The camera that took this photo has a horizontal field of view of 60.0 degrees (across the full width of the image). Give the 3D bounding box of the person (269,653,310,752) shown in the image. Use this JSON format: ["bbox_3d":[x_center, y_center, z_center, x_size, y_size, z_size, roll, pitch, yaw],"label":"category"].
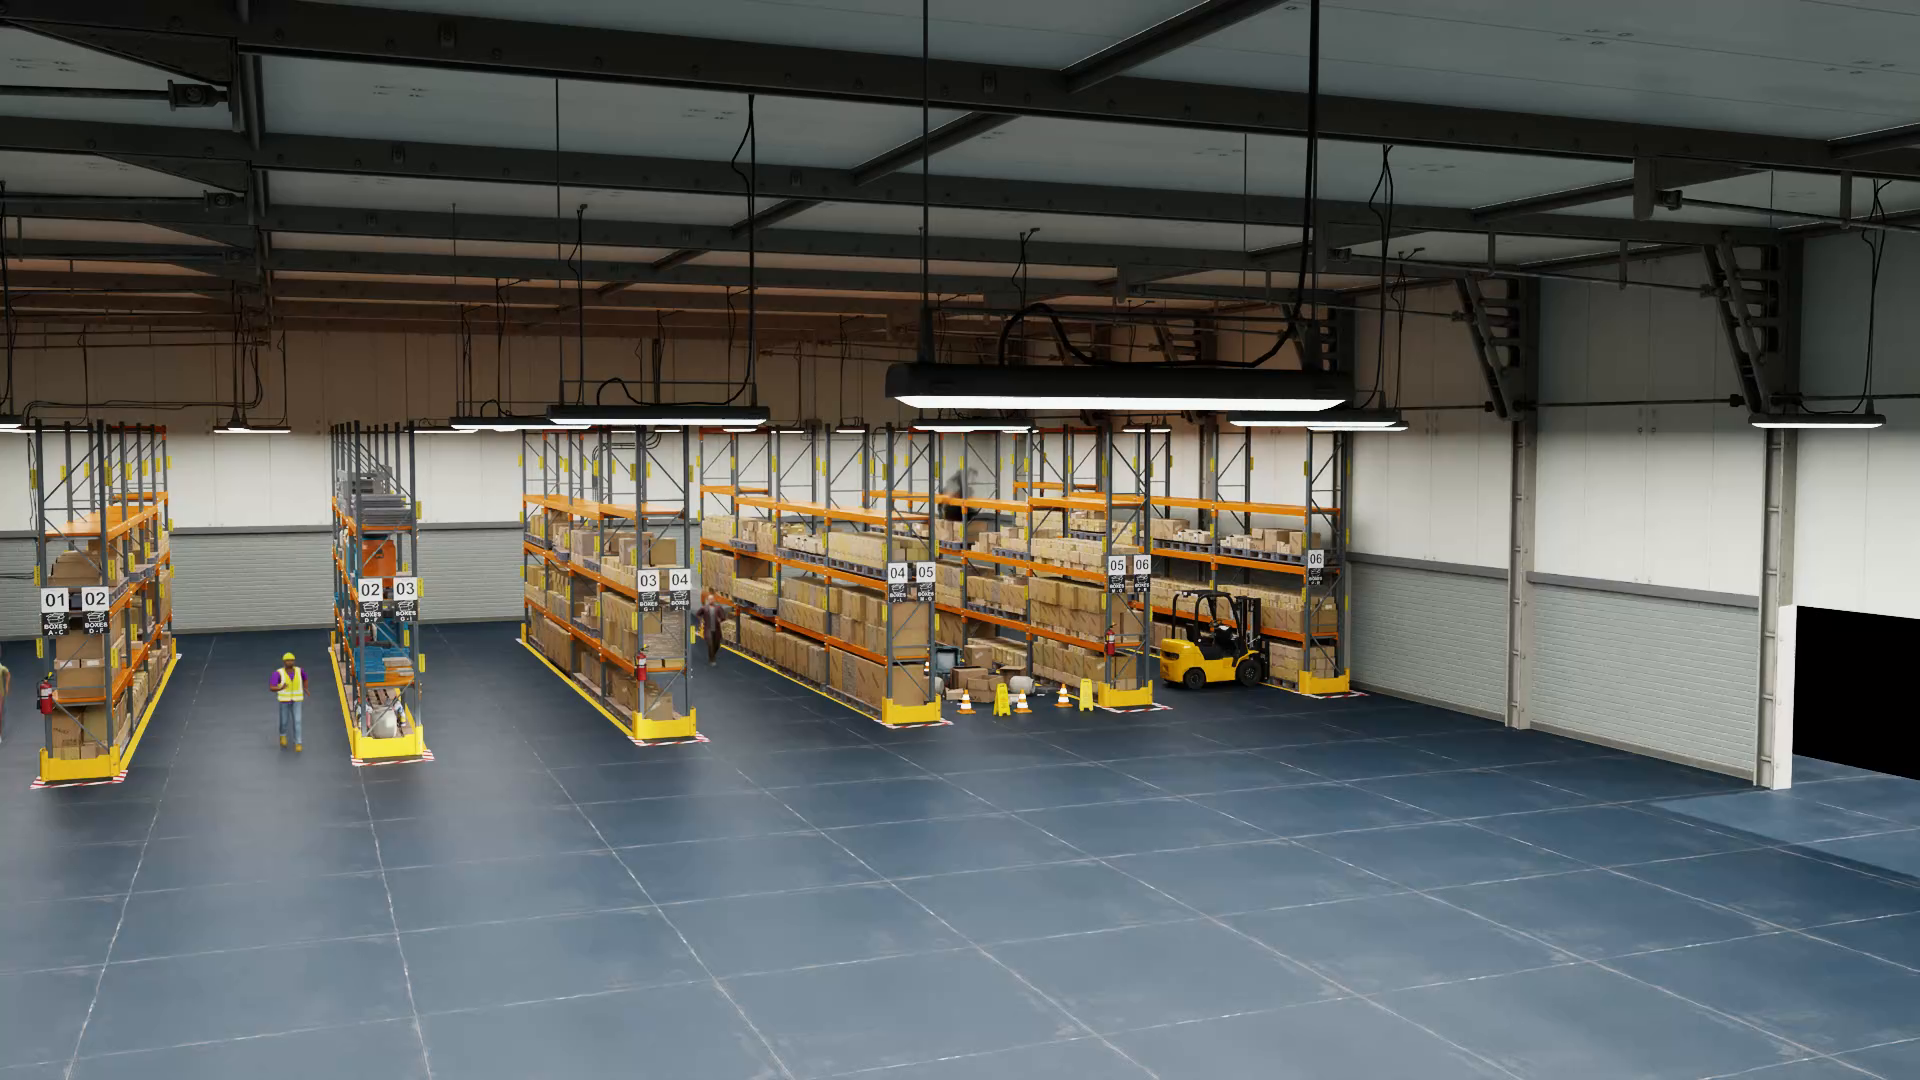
[{"bbox_3d":[-12.168,2.924,30.210,0.700,1.753,0.985,-2,4,-30],"label":"person"}]

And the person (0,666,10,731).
[{"bbox_3d":[-18.028,2.913,30.981,0.585,1.643,0.974,-2,4,-29],"label":"person"}]

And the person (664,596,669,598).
[{"bbox_3d":[-8.614,1.967,47.523,0.601,1.638,0.584,0,4,6],"label":"person"}]

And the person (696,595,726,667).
[{"bbox_3d":[-6.191,2.248,41.437,0.718,1.753,0.993,-1,4,-20],"label":"person"}]
